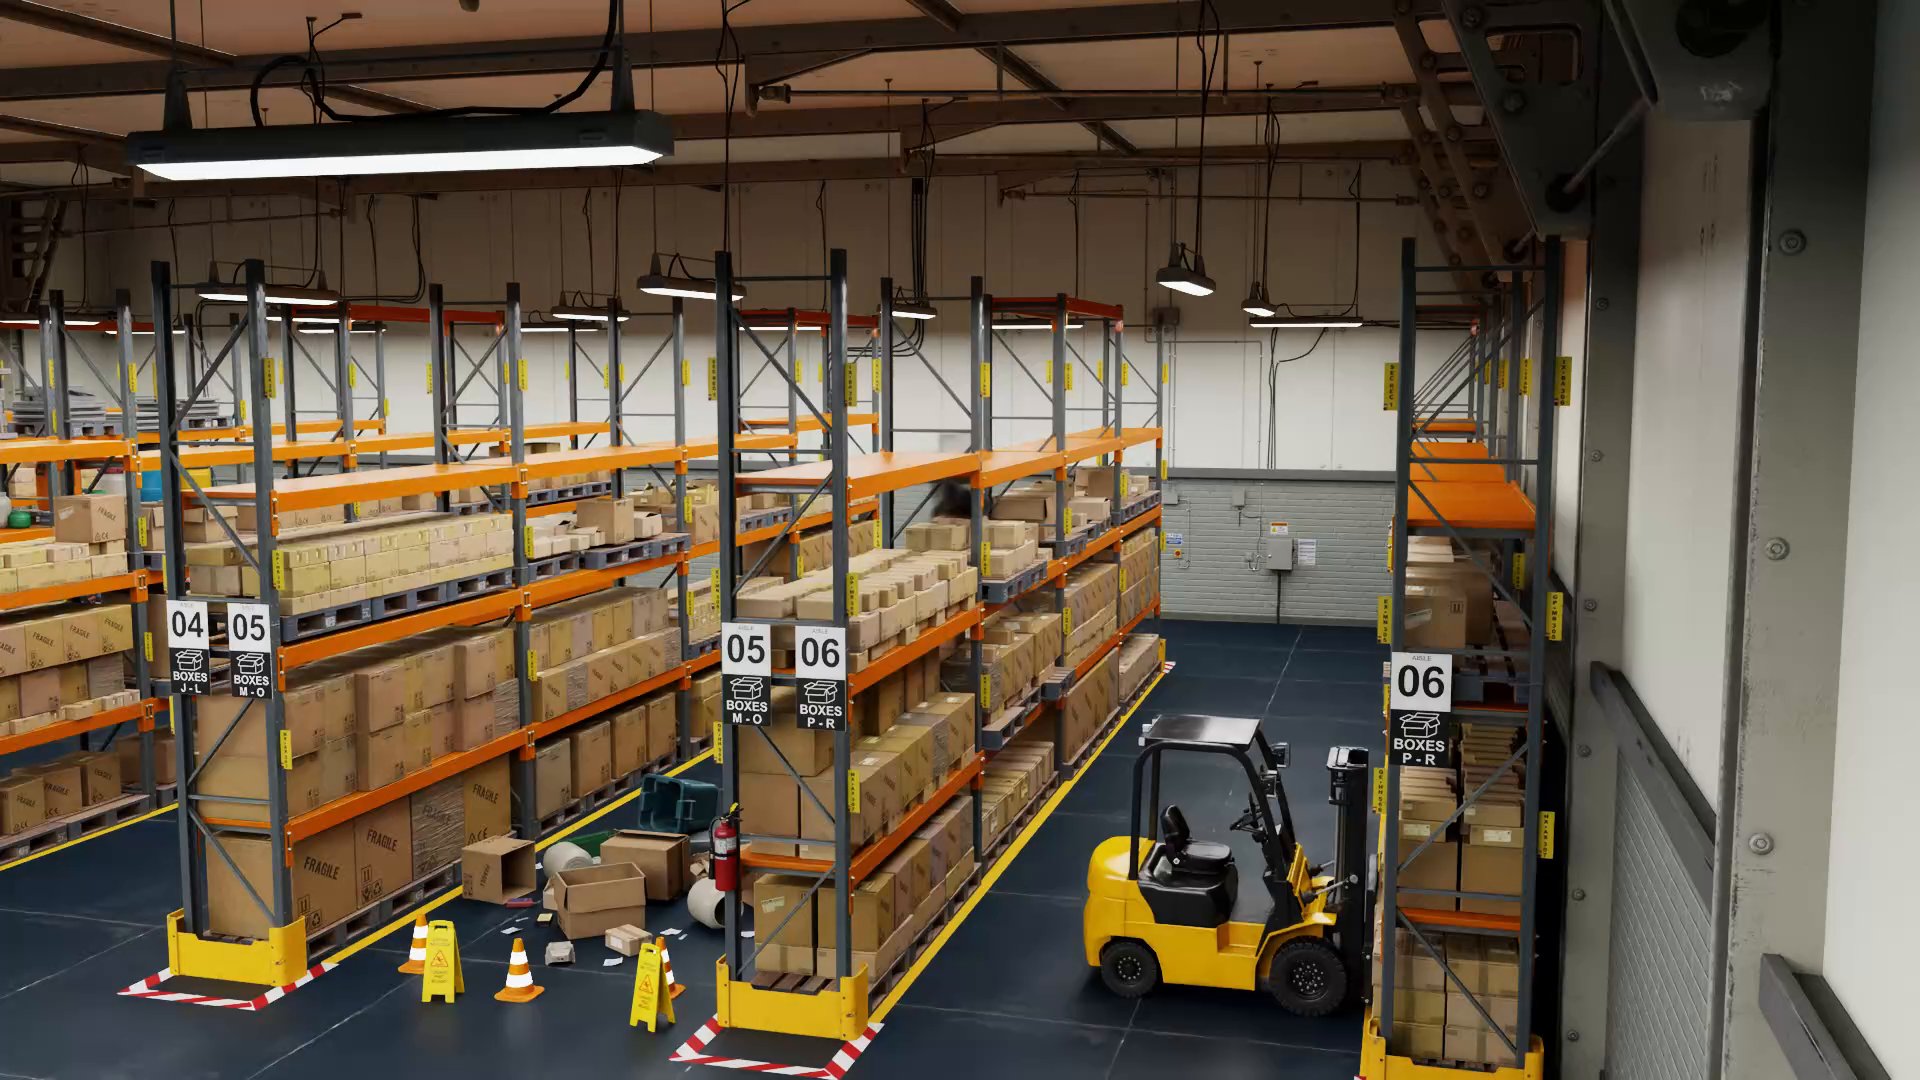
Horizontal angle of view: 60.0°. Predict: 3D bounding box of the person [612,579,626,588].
[{"bbox_3d":[-5.694,1.418,27.687,0.613,1.646,0.578,1,6,13],"label":"person"}]
